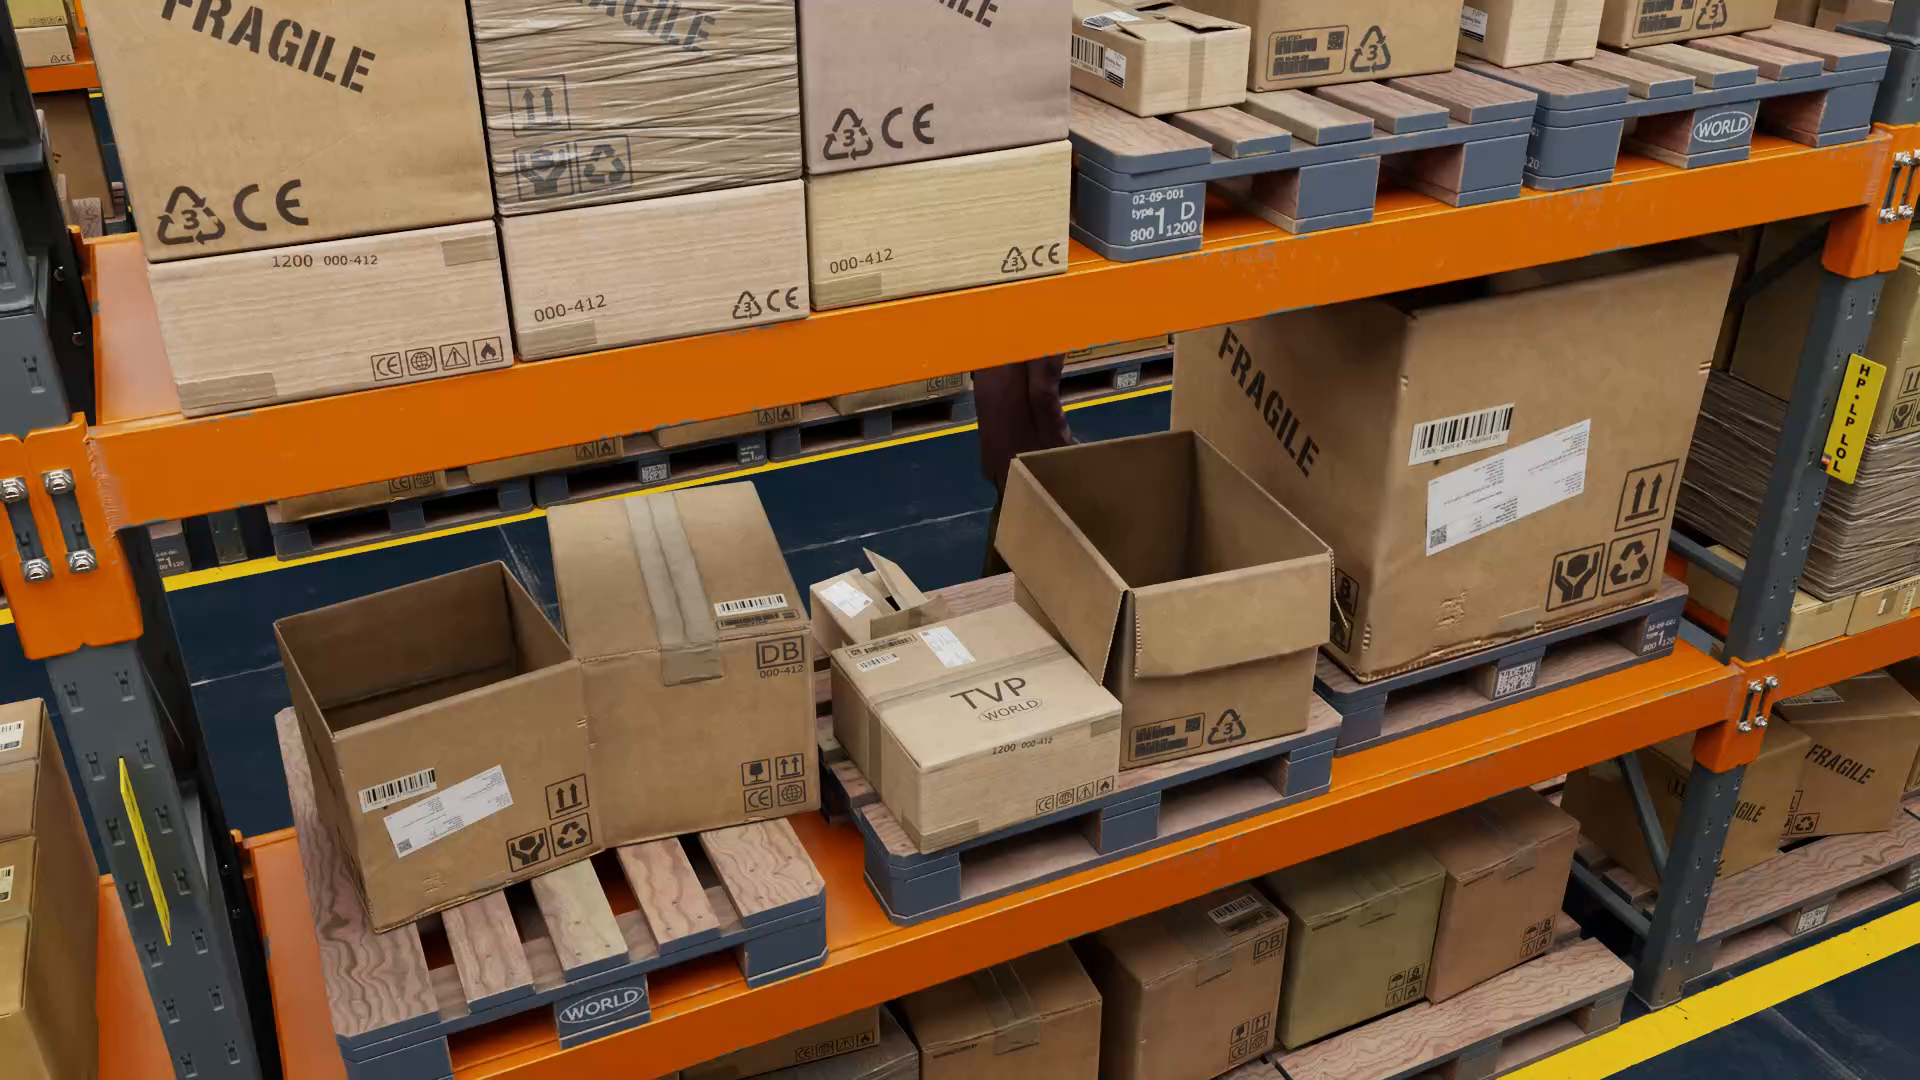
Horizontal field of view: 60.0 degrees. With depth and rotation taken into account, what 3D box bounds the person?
[{"bbox_3d":[0.280,-0.460,6.969,0.423,1.774,0.642,-13,32,-22],"label":"person"}]
